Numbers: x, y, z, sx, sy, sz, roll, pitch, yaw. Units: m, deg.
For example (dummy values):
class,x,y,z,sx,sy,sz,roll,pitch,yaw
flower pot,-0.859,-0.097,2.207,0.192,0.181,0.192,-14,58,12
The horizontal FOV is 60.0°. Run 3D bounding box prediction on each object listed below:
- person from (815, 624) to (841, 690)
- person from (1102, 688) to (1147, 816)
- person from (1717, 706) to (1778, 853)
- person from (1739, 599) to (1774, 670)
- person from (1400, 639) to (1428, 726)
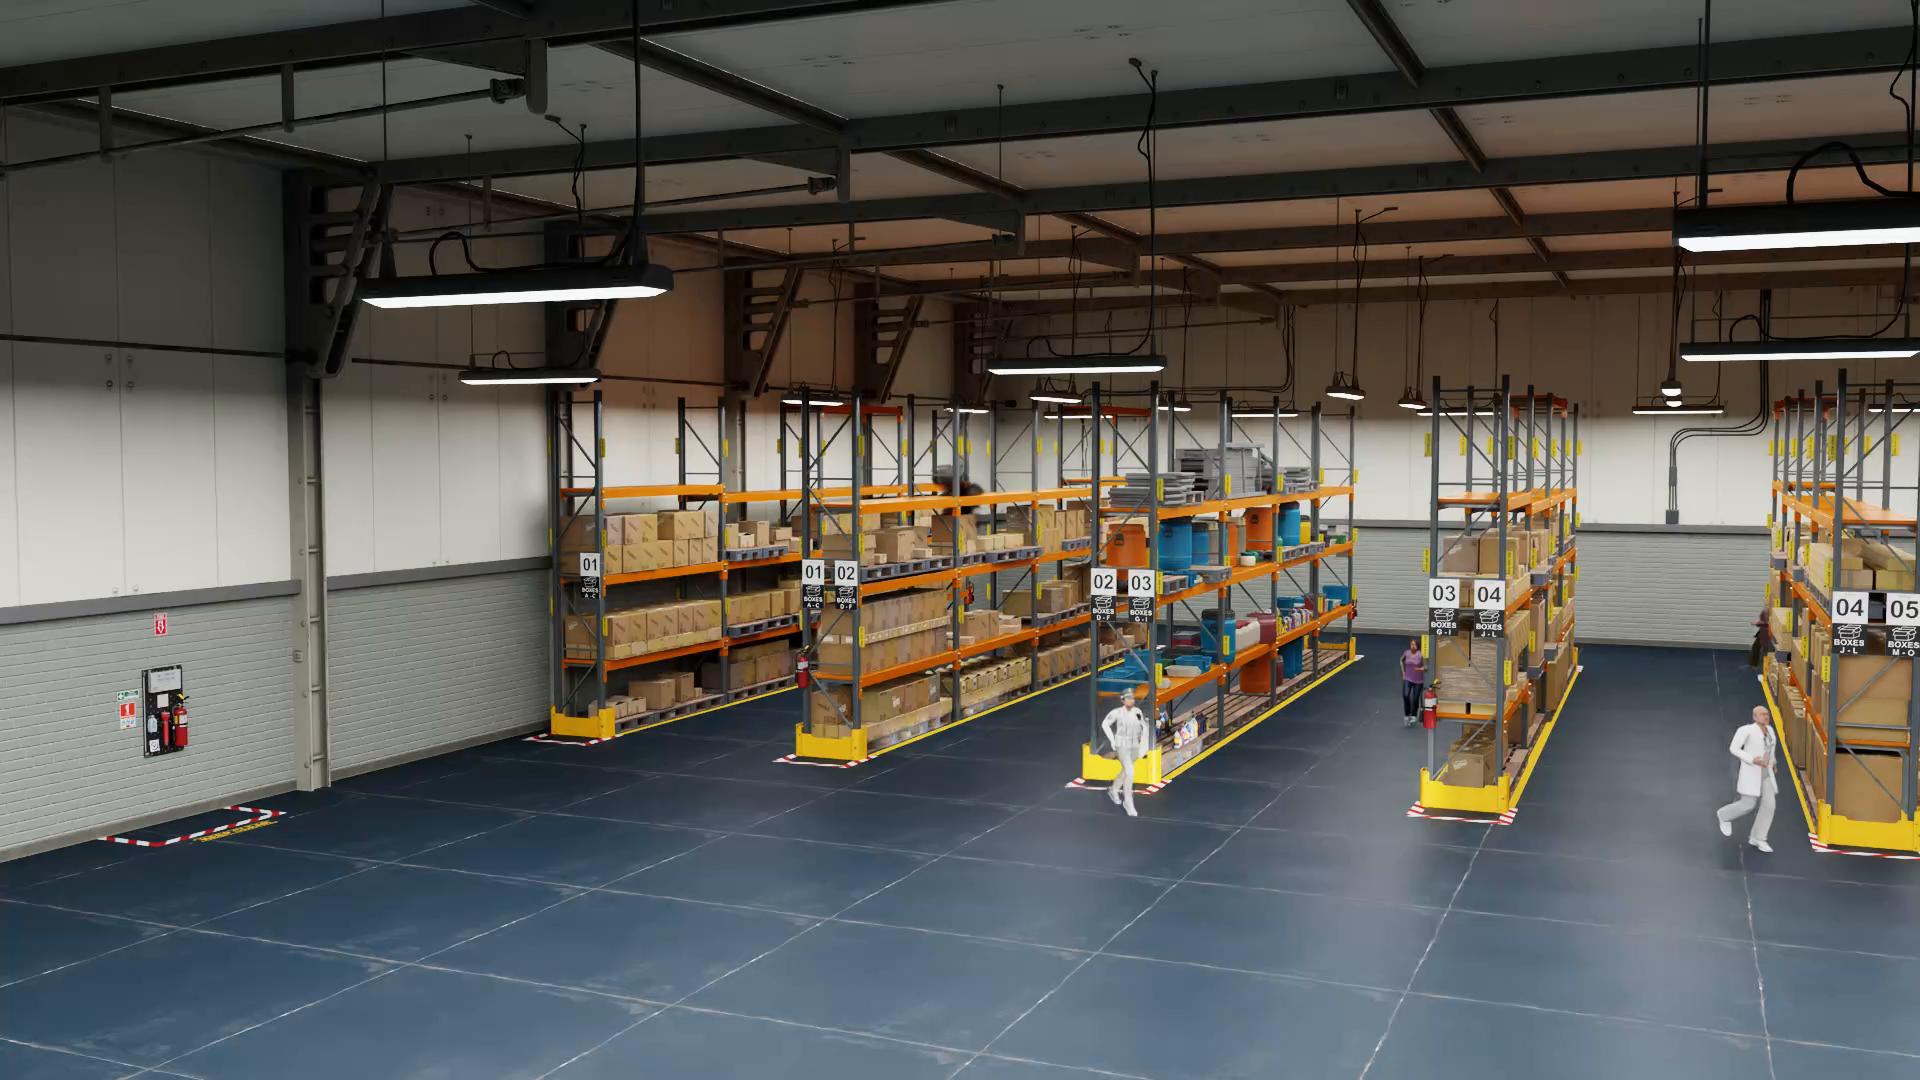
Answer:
class,x,y,z,sx,sy,sz,roll,pitch,yaw
person,-2.505,2.190,31.630,0.613,1.686,0.694,1,3,17
person,2.272,2.894,22.950,0.574,1.750,0.754,-2,4,-30
person,10.018,2.973,20.989,0.727,1.783,0.878,-1,3,-15
person,17.876,2.072,36.948,1.035,1.727,0.720,2,4,33
person,8.163,2.556,29.918,0.524,1.575,0.700,1,3,21
